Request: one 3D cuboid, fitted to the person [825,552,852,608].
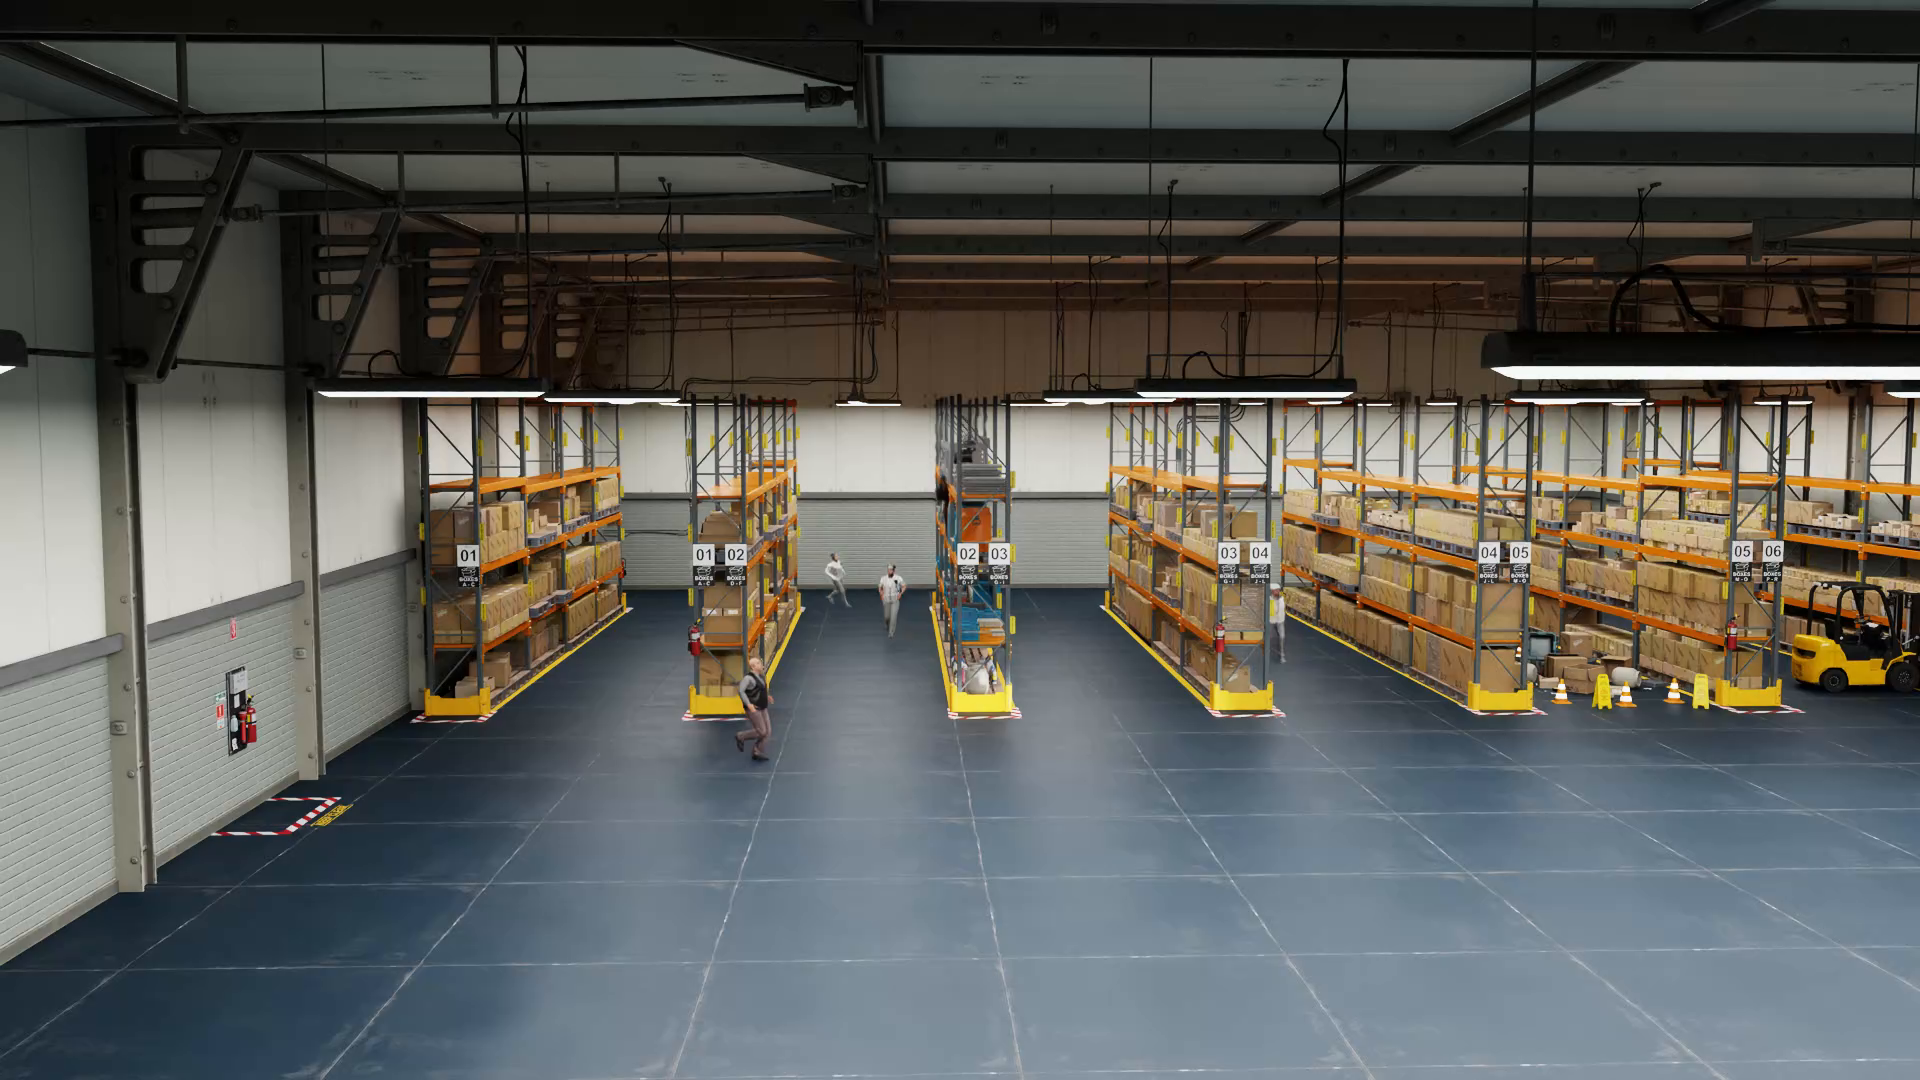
[{"bbox_3d":[-3.613,1.139,47.984,0.817,1.639,0.643,3,5,31],"label":"person"}]

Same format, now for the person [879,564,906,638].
[{"bbox_3d":[-1.623,1.437,39.746,0.662,1.769,0.619,0,5,4],"label":"person"}]

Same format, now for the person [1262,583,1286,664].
[{"bbox_3d":[7.109,1.866,37.687,0.613,1.807,0.889,-1,5,-8],"label":"person"}]

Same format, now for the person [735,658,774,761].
[{"bbox_3d":[-3.357,2.762,27.121,0.581,1.686,0.696,2,5,22],"label":"person"}]
